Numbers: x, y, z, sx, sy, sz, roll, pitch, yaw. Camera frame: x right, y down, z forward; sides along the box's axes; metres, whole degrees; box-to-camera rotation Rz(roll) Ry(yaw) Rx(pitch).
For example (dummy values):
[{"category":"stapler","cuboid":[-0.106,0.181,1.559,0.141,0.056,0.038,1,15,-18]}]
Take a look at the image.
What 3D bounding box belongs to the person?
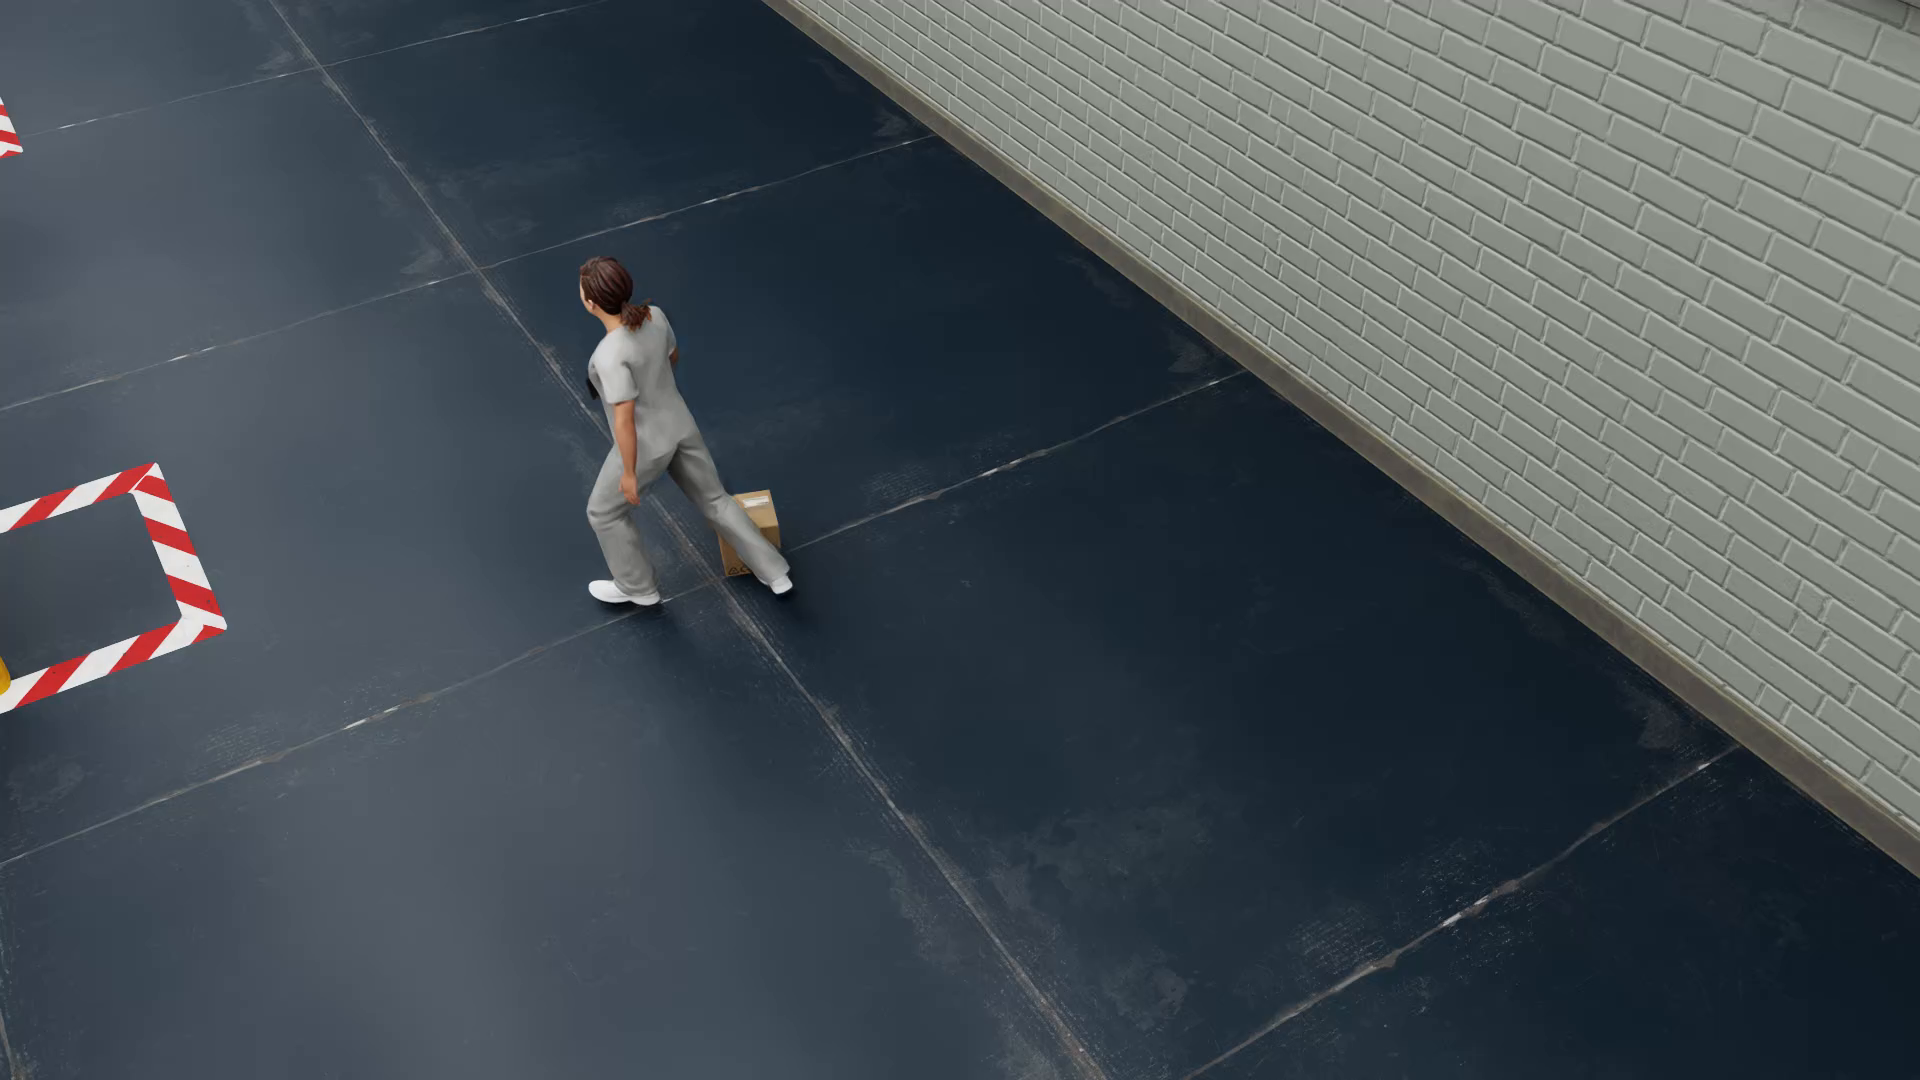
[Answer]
[{"category":"person","cuboid":[-1.131,-0.366,6.602,0.825,1.616,0.562,19,45,21]}]
